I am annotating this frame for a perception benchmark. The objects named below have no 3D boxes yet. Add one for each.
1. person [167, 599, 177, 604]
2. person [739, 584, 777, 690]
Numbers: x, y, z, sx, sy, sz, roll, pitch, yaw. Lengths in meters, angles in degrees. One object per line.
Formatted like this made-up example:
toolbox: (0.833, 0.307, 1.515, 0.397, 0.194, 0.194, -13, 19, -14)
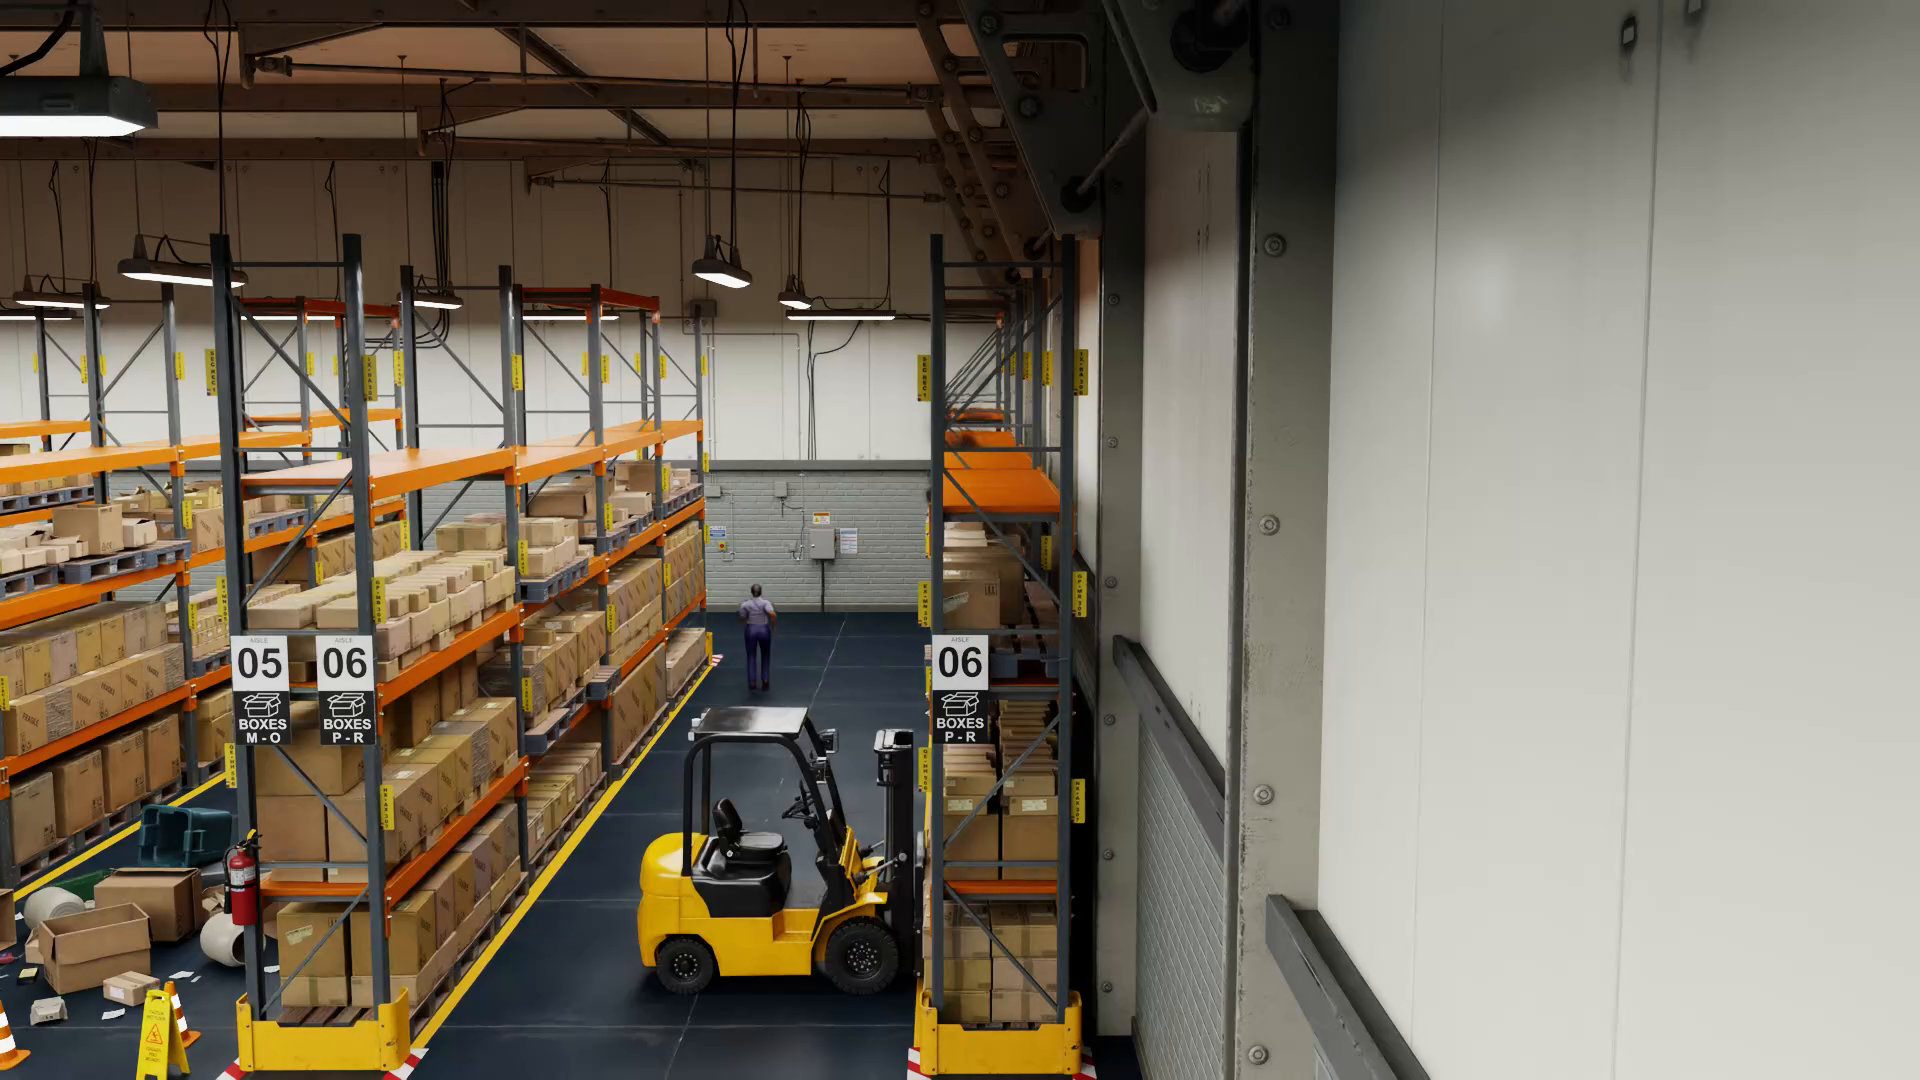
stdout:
person: (-11.318, 1.691, 24.209, 0.681, 1.752, 0.923, 0, 6, -2)
person: (-3.117, 1.622, 25.652, 0.580, 1.511, 0.767, -1, 6, -6)
